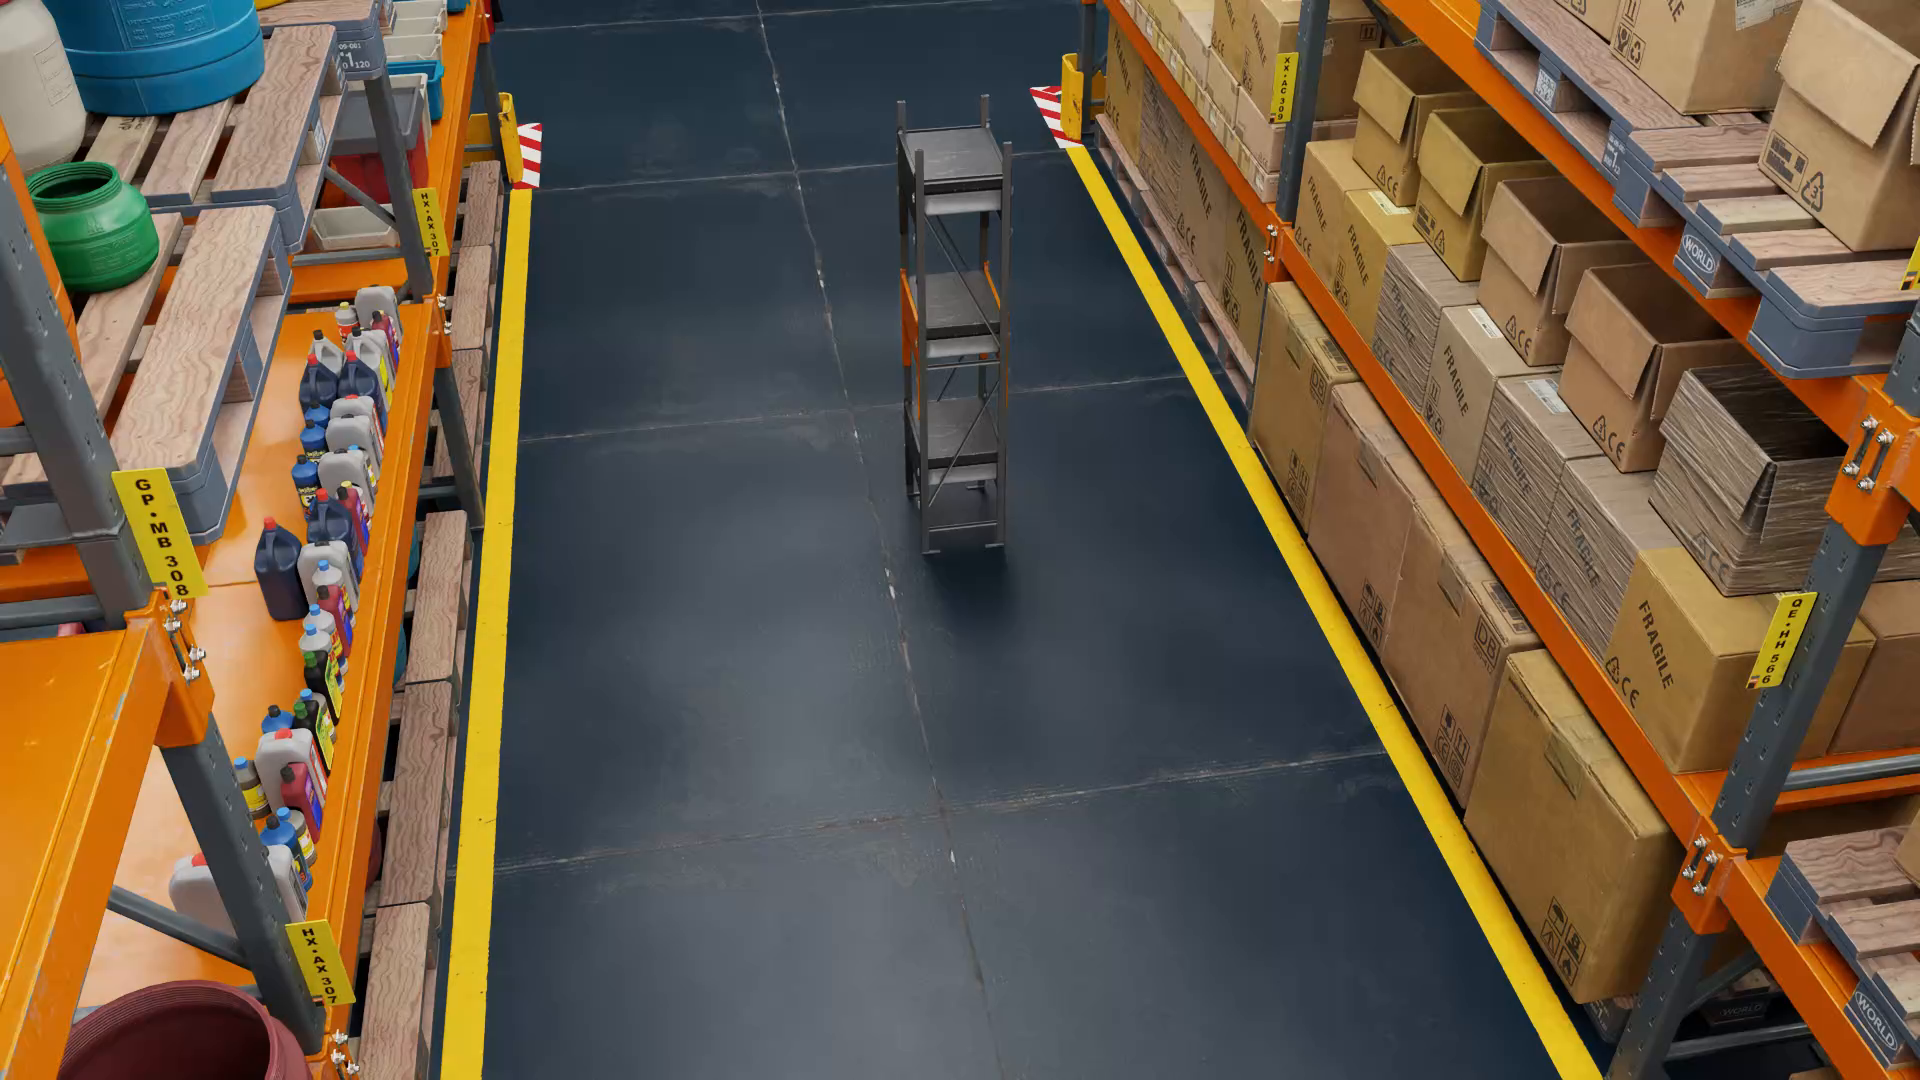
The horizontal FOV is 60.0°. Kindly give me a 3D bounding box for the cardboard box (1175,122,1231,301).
[{"bbox_3d":[1.829,-2.028,9.705,0.875,0.875,0.875,-6,38,-8],"label":"cardboard box"}]

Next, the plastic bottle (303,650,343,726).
[{"bbox_3d":[-2.009,0.444,5.229,0.061,0.283,0.133,-6,38,-8],"label":"plastic bottle"}]

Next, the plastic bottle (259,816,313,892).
[{"bbox_3d":[-1.902,0.880,4.677,0.097,0.271,0.097,0,38,0],"label":"plastic bottle"}]

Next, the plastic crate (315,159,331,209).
[{"bbox_3d":[-3.313,-1.780,8.171,0.437,0.125,0.590,-6,38,-8],"label":"plastic crate"}]

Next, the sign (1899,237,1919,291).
[{"bbox_3d":[2.177,-0.700,3.674,0.100,0.325,0.005,-6,38,-8],"label":"sign"}]

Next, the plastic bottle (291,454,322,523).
[{"bbox_3d":[-2.368,-0.192,6.057,0.097,0.271,0.097,0,38,0],"label":"plastic bottle"}]

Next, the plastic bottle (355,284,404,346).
[{"bbox_3d":[-2.465,-0.965,7.049,0.152,0.276,0.135,-6,38,-8],"label":"plastic bottle"}]

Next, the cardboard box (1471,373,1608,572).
[{"bbox_3d":[2.219,-0.260,5.959,0.500,0.500,0.500,-7,38,-9],"label":"cardboard box"}]

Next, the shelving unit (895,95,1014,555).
[{"bbox_3d":[-0.029,-0.929,7.634,0.431,2.100,0.503,-6,38,-8],"label":"shelving unit"}]

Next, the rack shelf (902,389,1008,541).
[{"bbox_3d":[-0.029,-0.366,8.072,0.431,0.518,0.480,-6,38,-8],"label":"rack shelf"}]

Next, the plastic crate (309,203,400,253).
[{"bbox_3d":[-2.793,-1.434,7.716,0.396,0.136,0.243,-6,38,-8],"label":"plastic crate"}]

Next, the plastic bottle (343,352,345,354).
[{"bbox_3d":[-2.521,-0.691,6.756,0.097,0.201,0.097,0,38,0],"label":"plastic bottle"}]

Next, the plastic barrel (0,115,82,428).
[{"bbox_3d":[-2.248,-0.665,3.423,0.600,0.830,0.708,-6,38,-8],"label":"plastic barrel"}]

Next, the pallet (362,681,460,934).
[{"bbox_3d":[-2.541,1.093,6.572,1.003,0.211,1.213,-6,38,-8],"label":"pallet"}]

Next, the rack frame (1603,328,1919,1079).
[{"bbox_3d":[2.725,0.666,4.848,1.000,3.000,0.127,-6,38,-8],"label":"rack frame"}]

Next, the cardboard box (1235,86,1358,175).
[{"bbox_3d":[1.688,-2.047,8.220,0.500,0.250,0.500,-7,38,-9],"label":"cardboard box"}]

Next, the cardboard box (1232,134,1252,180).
[{"bbox_3d":[1.602,-1.956,8.427,0.380,0.149,0.250,-6,38,-7],"label":"cardboard box"}]

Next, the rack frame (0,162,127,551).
[{"bbox_3d":[-2.151,-1.171,2.322,1.000,3.000,0.127,-6,38,-8],"label":"rack frame"}]

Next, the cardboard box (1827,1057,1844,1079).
[{"bbox_3d":[2.872,1.584,4.733,0.500,0.250,0.500,-5,38,-6],"label":"cardboard box"}]

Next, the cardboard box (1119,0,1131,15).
[{"bbox_3d":[1.198,-3.350,10.222,0.380,0.149,0.250,-7,38,-9],"label":"cardboard box"}]

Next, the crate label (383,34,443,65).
[{"bbox_3d":[-3.123,-2.738,9.395,0.396,0.136,0.243,-6,38,-8],"label":"crate label"}]

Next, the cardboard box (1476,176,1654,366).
[{"bbox_3d":[2.377,-1.012,6.108,0.797,0.503,0.637,-5,38,-6],"label":"cardboard box"}]

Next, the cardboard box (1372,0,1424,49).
[{"bbox_3d":[2.192,-2.422,8.090,0.500,0.500,0.500,-6,38,-8],"label":"cardboard box"}]

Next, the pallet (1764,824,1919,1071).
[{"bbox_3d":[2.955,1.160,4.368,1.213,0.211,1.003,-6,38,-8],"label":"pallet"}]

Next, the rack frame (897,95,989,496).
[{"bbox_3d":[-0.072,-1.077,7.824,0.400,2.100,0.015,-6,38,-8],"label":"rack frame"}]

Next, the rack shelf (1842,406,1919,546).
[{"bbox_3d":[3.076,0.973,2.594,1.077,0.370,4.000,-6,38,-8],"label":"rack shelf"}]

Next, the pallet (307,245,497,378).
[{"bbox_3d":[-3.237,-1.295,9.645,1.003,0.211,1.213,-6,38,-8],"label":"pallet"}]

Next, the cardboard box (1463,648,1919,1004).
[{"bbox_3d":[2.625,0.920,5.911,1.225,0.875,0.875,-8,39,-10],"label":"cardboard box"}]

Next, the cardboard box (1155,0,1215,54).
[{"bbox_3d":[1.420,-2.974,9.413,0.500,0.250,0.500,-7,38,-9],"label":"cardboard box"}]

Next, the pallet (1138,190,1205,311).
[{"bbox_3d":[1.750,-1.855,10.366,1.003,0.211,1.213,-6,38,-8],"label":"pallet"}]

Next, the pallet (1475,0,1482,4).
[{"bbox_3d":[2.233,-2.311,6.390,0.805,0.209,1.217,-8,39,-10],"label":"pallet"}]

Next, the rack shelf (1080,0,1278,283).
[{"bbox_3d":[1.673,-2.674,9.734,1.077,0.370,4.000,-6,38,-8],"label":"rack shelf"}]

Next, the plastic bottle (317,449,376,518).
[{"bbox_3d":[-2.248,-0.219,6.088,0.152,0.276,0.135,-6,38,-8],"label":"plastic bottle"}]

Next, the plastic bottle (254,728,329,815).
[{"bbox_3d":[-1.990,0.672,4.941,0.152,0.276,0.135,-6,38,-8],"label":"plastic bottle"}]

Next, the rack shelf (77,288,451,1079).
[{"bbox_3d":[-2.502,0.274,5.938,1.077,0.370,4.000,-6,38,-8],"label":"rack shelf"}]

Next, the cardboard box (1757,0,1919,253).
[{"bbox_3d":[2.547,-1.086,4.232,0.797,0.503,0.637,-4,38,-5],"label":"cardboard box"}]

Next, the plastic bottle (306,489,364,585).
[{"bbox_3d":[-2.176,-0.013,5.762,0.144,0.351,0.185,-6,38,-8],"label":"plastic bottle"}]

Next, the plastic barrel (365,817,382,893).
[{"bbox_3d":[-2.452,1.009,6.029,0.600,0.588,0.708,-6,38,-8],"label":"plastic barrel"}]

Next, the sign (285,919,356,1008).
[{"bbox_3d":[-1.611,1.071,4.194,0.100,0.325,0.005,-6,38,-8],"label":"sign"}]

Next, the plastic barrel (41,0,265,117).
[{"bbox_3d":[-2.403,-1.752,4.764,0.600,0.901,0.708,-6,38,-8],"label":"plastic barrel"}]

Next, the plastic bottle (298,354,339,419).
[{"bbox_3d":[-2.479,-0.551,6.454,0.144,0.351,0.185,-6,38,-8],"label":"plastic bottle"}]

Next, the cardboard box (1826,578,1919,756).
[{"bbox_3d":[2.908,0.303,5.233,0.500,0.500,0.500,-5,38,-7],"label":"cardboard box"}]

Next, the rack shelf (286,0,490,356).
[{"bbox_3d":[-3.203,-2.142,9.048,1.077,0.370,4.000,-6,38,-8],"label":"rack shelf"}]

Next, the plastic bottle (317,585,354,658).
[{"bbox_3d":[-2.066,0.245,5.484,0.061,0.283,0.133,-6,38,-8],"label":"plastic bottle"}]

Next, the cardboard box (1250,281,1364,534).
[{"bbox_3d":[2.156,-0.693,7.986,1.225,0.875,0.875,-6,38,-8],"label":"cardboard box"}]

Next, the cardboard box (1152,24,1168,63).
[{"bbox_3d":[1.331,-2.888,9.628,0.380,0.149,0.250,-7,38,-9],"label":"cardboard box"}]

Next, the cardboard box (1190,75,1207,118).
[{"bbox_3d":[1.467,-2.422,9.027,0.380,0.149,0.250,-6,38,-7],"label":"cardboard box"}]

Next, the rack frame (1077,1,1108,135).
[{"bbox_3d":[1.323,-4.166,11.068,1.000,3.000,0.127,-6,38,-8],"label":"rack frame"}]

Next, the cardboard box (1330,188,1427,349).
[{"bbox_3d":[1.947,-1.182,7.144,0.500,0.500,0.500,-6,38,-8],"label":"cardboard box"}]

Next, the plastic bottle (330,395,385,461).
[{"bbox_3d":[-2.313,-0.440,6.373,0.152,0.276,0.135,-6,38,-8],"label":"plastic bottle"}]

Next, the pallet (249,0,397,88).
[{"bbox_3d":[-2.619,-1.865,5.814,1.213,0.211,1.003,-6,38,-8],"label":"pallet"}]

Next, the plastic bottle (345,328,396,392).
[{"bbox_3d":[-2.401,-0.745,6.765,0.152,0.276,0.135,-6,38,-8],"label":"plastic bottle"}]

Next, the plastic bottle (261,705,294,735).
[{"bbox_3d":[-2.043,0.607,5.028,0.097,0.271,0.097,0,38,0],"label":"plastic bottle"}]
